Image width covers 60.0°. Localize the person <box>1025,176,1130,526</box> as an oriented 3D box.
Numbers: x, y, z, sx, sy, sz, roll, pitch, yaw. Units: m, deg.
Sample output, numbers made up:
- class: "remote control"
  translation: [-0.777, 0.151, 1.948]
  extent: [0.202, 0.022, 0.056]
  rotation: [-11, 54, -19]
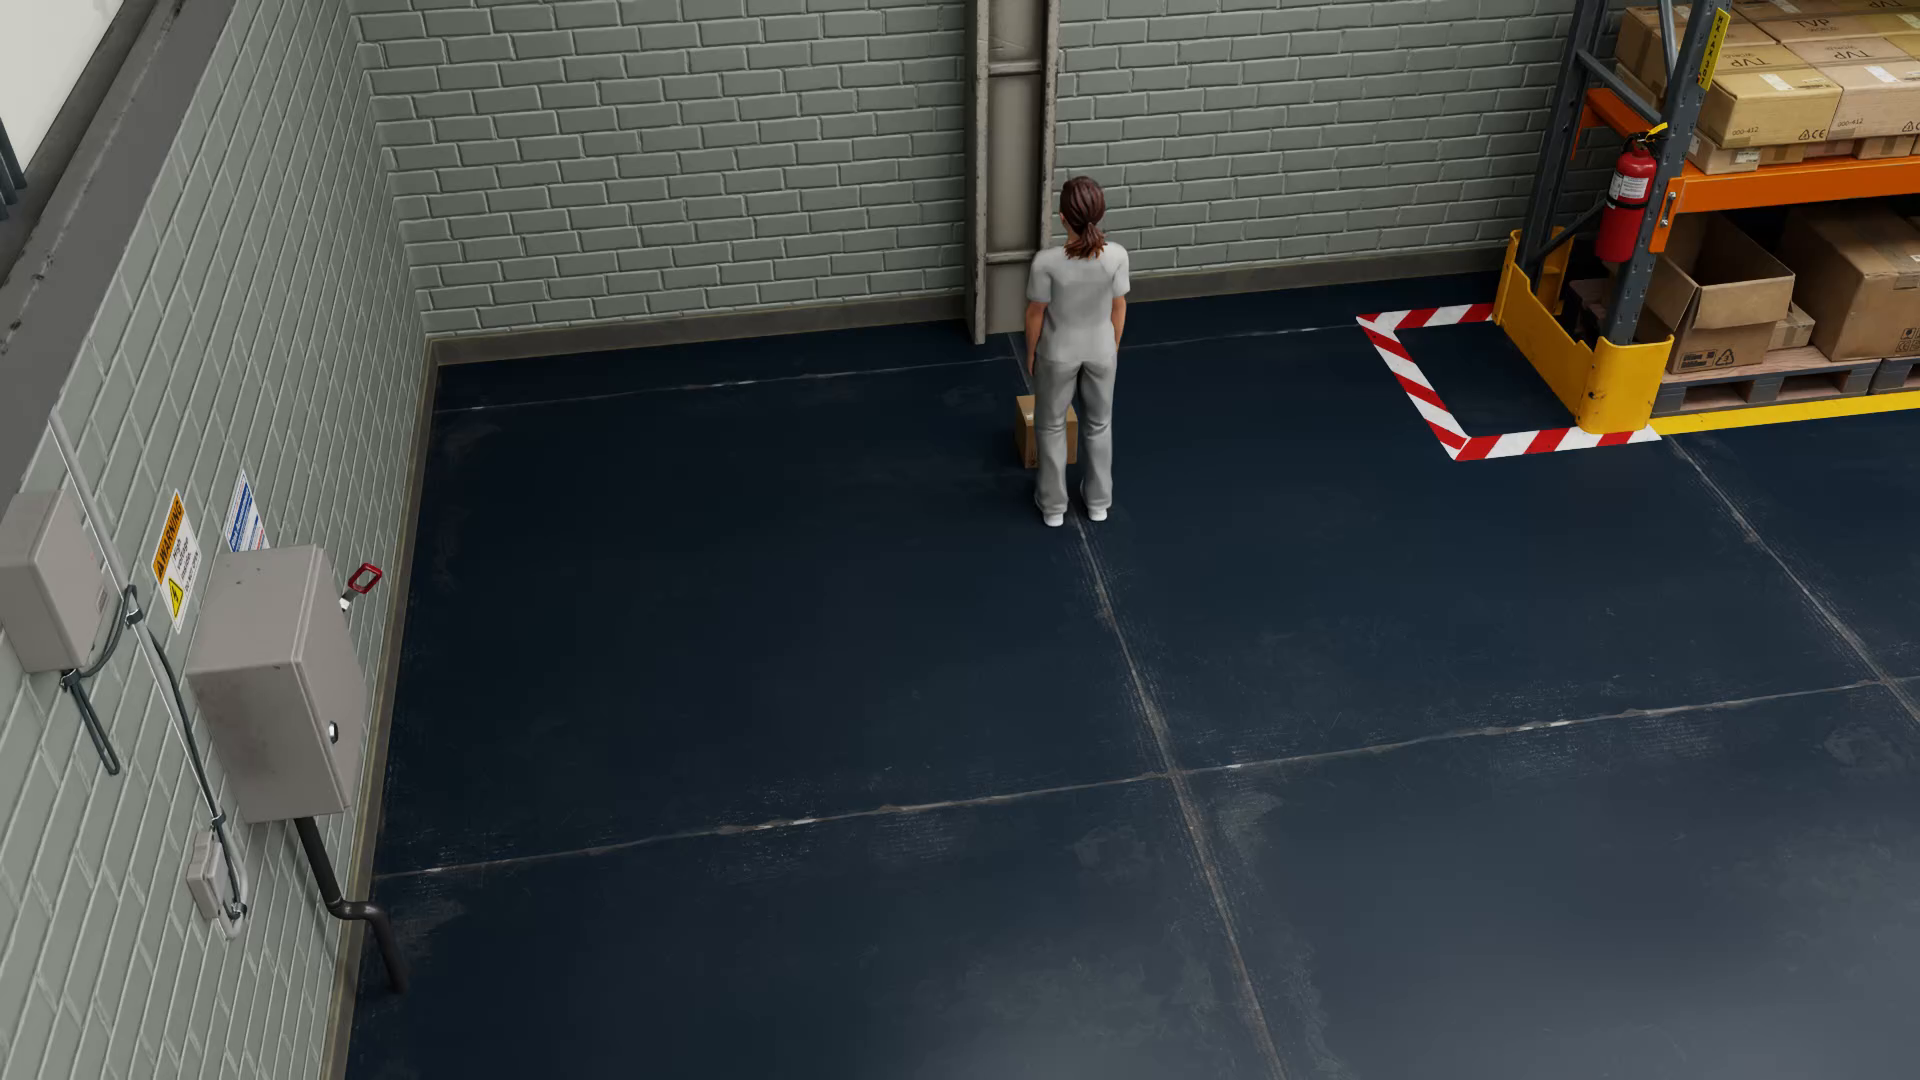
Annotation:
- class: "person"
  translation: [0.486, -0.788, 7.138]
  extent: [0.437, 1.673, 0.378]
  rotation: [-6, 39, -7]
